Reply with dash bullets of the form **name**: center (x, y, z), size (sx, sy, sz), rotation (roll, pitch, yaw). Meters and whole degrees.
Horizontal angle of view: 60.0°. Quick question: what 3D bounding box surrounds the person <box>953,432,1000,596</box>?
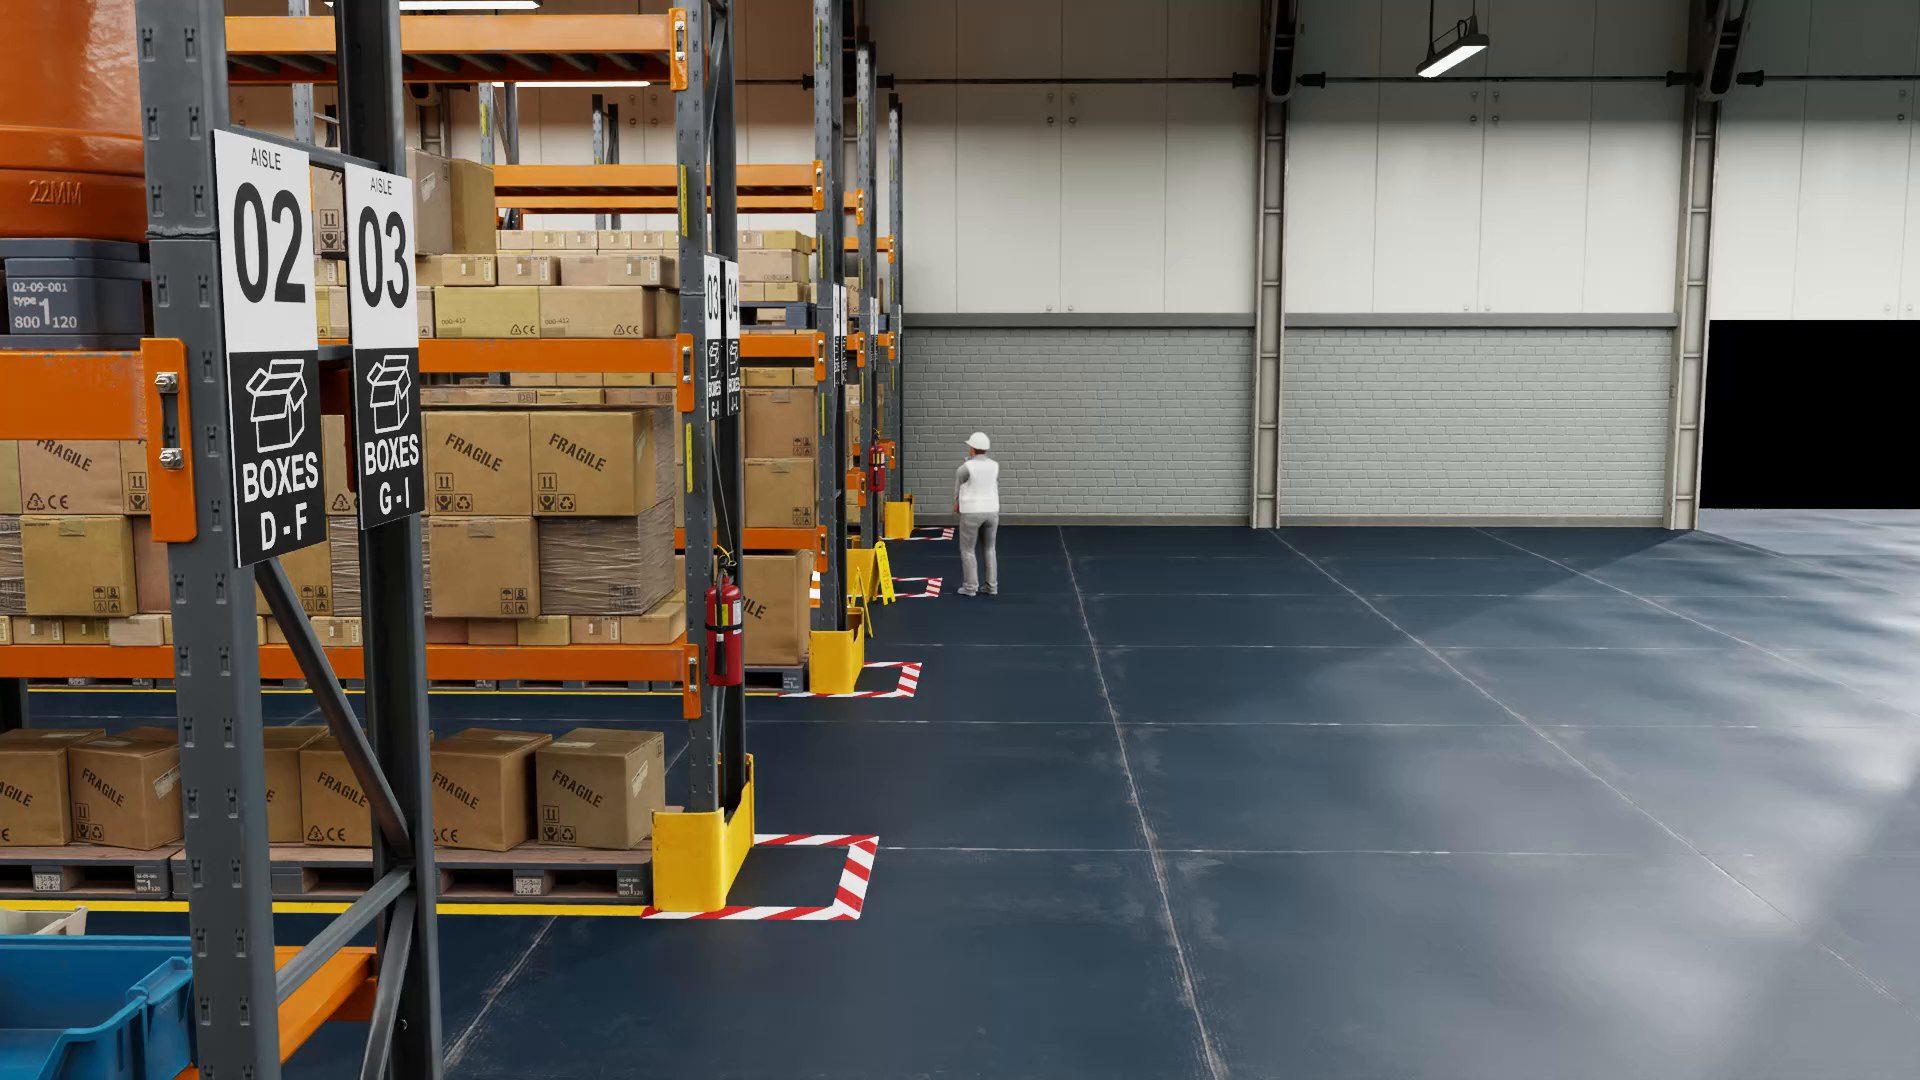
- **person**: center (0.147, -0.294, 18.030), size (0.495, 1.768, 0.554), rotation (-3, 8, -25)
